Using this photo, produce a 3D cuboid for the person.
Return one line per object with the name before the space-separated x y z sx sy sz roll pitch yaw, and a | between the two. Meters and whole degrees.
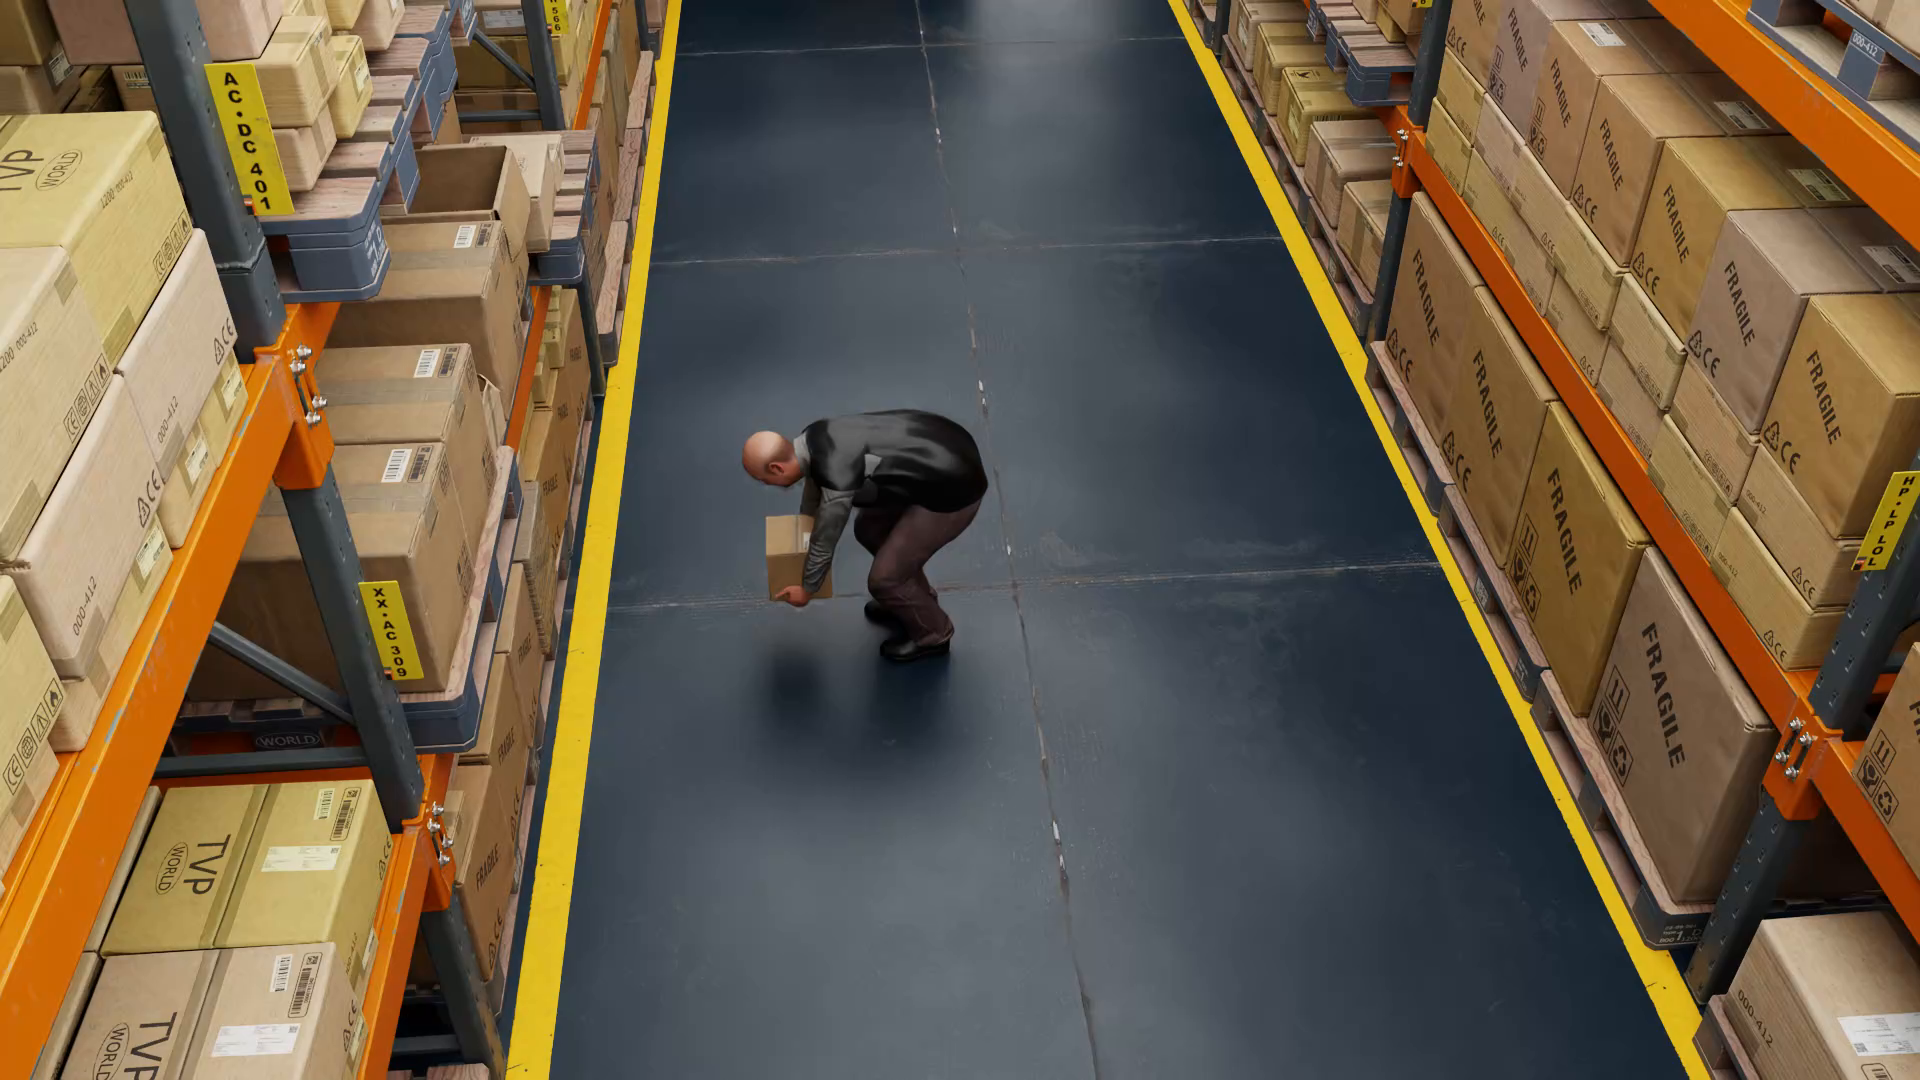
person | -0.370 -0.024 6.705 0.948 1.092 0.491 -5 39 -6
